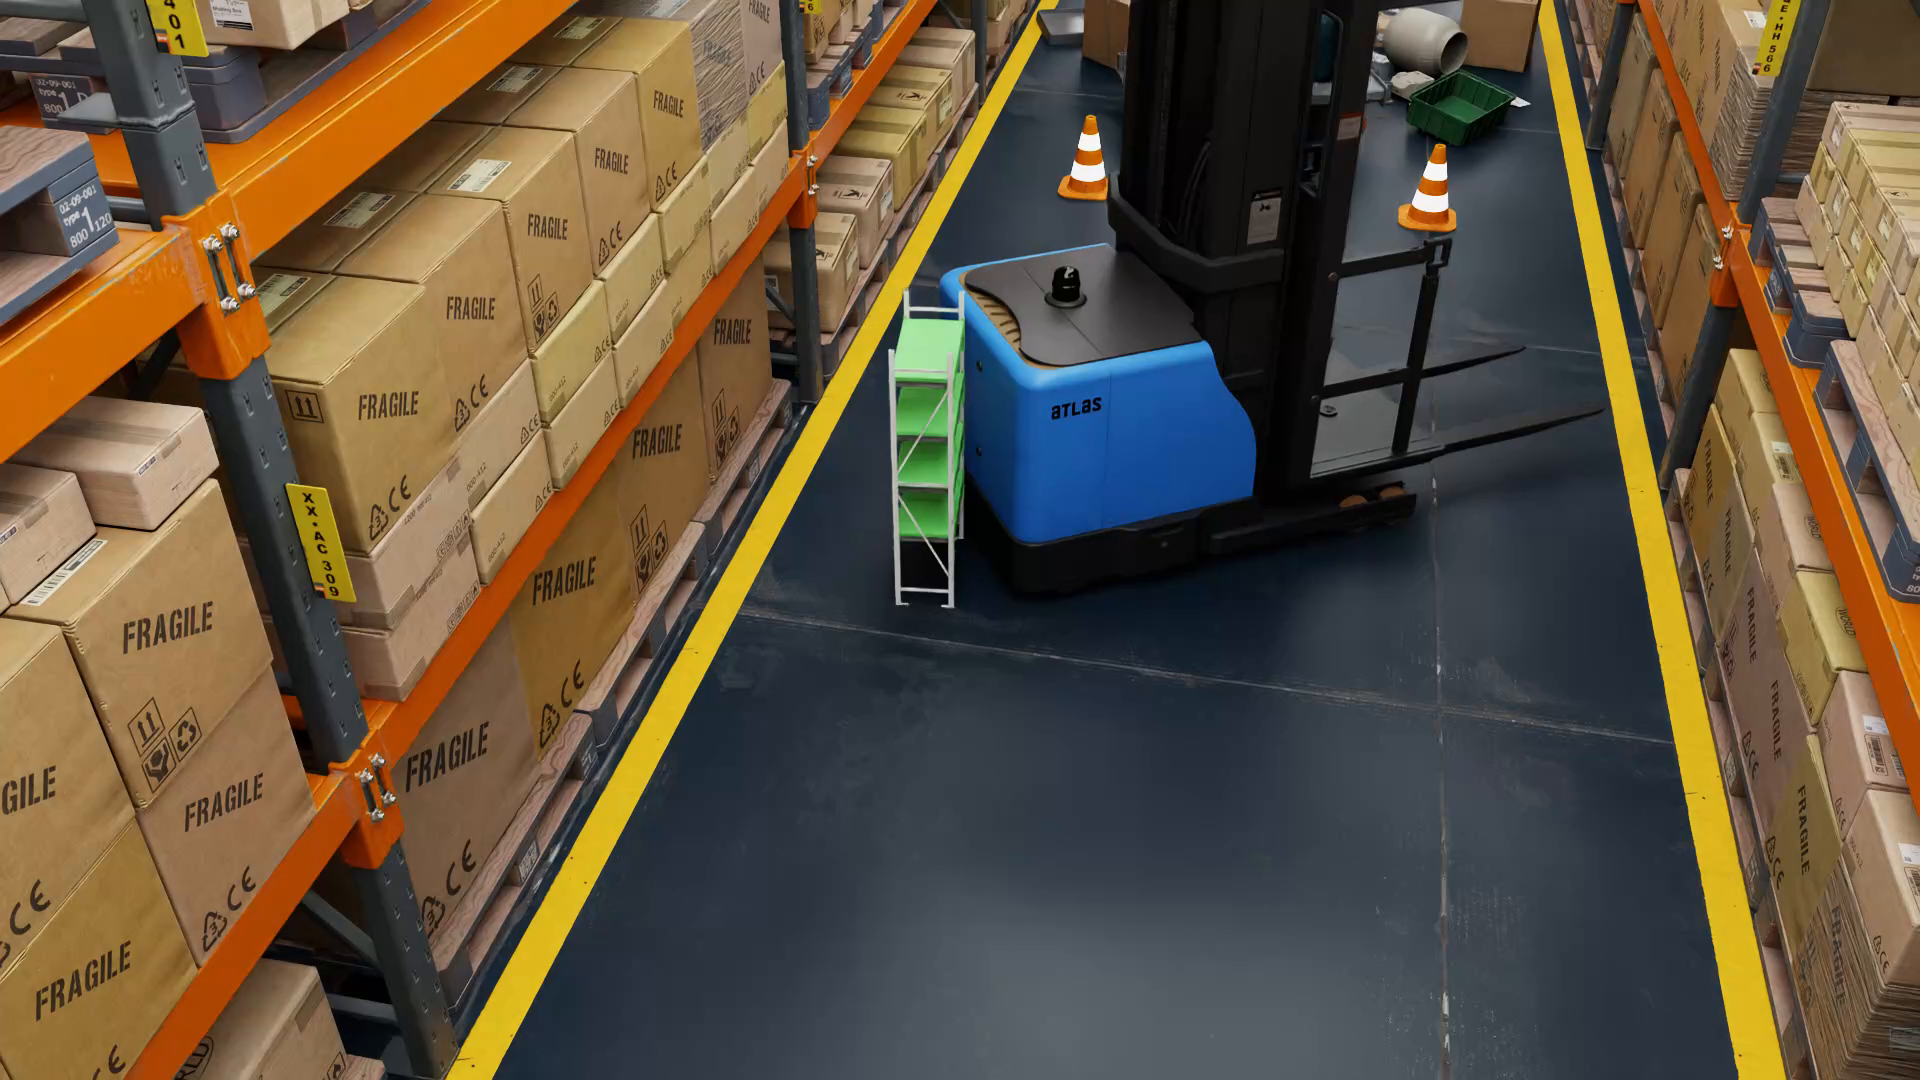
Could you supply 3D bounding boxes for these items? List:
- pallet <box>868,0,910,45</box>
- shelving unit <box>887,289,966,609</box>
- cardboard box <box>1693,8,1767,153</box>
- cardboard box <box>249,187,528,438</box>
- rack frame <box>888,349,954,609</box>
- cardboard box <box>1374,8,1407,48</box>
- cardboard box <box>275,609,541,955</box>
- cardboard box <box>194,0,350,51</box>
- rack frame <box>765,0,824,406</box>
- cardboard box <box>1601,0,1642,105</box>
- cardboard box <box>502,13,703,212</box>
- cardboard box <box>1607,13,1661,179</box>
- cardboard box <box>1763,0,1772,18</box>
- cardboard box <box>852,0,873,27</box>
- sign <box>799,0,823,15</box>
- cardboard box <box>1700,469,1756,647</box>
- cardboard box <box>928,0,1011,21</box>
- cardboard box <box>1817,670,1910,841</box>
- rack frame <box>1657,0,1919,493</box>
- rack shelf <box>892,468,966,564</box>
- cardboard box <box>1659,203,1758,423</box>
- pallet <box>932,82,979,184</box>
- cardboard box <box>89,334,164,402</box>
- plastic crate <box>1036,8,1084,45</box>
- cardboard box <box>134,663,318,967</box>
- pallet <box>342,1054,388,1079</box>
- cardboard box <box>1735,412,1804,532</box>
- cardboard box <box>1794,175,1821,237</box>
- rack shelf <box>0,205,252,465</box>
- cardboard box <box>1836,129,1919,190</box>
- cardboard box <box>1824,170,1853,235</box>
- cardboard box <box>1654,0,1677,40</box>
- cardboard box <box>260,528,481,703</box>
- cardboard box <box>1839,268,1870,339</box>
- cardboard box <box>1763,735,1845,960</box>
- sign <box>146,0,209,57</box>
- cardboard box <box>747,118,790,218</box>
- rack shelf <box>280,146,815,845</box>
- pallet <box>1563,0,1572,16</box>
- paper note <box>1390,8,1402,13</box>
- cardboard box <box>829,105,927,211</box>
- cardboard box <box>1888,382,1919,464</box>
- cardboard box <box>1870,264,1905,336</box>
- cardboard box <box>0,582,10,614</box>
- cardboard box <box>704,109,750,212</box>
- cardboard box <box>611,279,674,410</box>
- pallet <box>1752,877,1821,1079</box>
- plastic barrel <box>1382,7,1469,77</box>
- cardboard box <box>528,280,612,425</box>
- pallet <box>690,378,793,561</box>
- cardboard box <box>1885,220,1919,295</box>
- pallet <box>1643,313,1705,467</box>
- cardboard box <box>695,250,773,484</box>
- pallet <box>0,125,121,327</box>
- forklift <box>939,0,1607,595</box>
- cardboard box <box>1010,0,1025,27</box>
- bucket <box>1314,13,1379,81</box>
[{"bbox_3d":[-0.793,-3.032,9.040,1.003,0.211,1.213,7,37,10],"label":"pallet"},{"bbox_3d":[-0.124,-0.356,6.718,0.258,1.200,0.503,3,36,4],"label":"shelving unit"},{"bbox_3d":[3.623,-2.025,7.402,0.500,0.500,0.500,7,37,10],"label":"cardboard box"},{"bbox_3d":[-1.574,-0.633,4.630,0.500,0.500,0.500,7,37,10],"label":"cardboard box"},{"bbox_3d":[-0.146,-0.213,6.521,0.240,1.200,0.015,3,36,4],"label":"rack frame"},{"bbox_3d":[3.104,-3.809,12.279,0.396,0.266,0.258,14,38,18],"label":"cardboard box"},{"bbox_3d":[-1.976,0.649,5.251,0.875,0.875,0.875,8,37,11],"label":"cardboard box"},{"bbox_3d":[-1.581,-1.249,3.618,0.396,0.266,0.258,7,37,10],"label":"cardboard box"},{"bbox_3d":[-1.176,-1.969,7.411,1.000,3.000,0.127,7,37,10],"label":"rack frame"},{"bbox_3d":[4.739,-3.361,10.785,0.875,0.875,0.875,8,37,11],"label":"cardboard box"},{"bbox_3d":[-1.245,-1.506,5.835,0.500,0.500,0.500,7,37,10],"label":"cardboard box"},{"bbox_3d":[4.491,-2.592,9.829,1.050,0.750,0.750,7,37,10],"label":"cardboard box"},{"bbox_3d":[3.894,-2.398,7.066,0.700,0.500,0.500,7,36,9],"label":"cardboard box"},{"bbox_3d":[-0.649,-2.665,8.227,0.380,0.149,0.250,8,37,10],"label":"cardboard box"},{"bbox_3d":[-0.633,-2.370,6.978,0.100,0.325,0.005,7,37,10],"label":"sign"},{"bbox_3d":[3.177,0.098,6.331,0.500,0.500,0.500,8,37,11],"label":"cardboard box"},{"bbox_3d":[0.069,-3.927,11.459,0.500,0.500,0.500,9,37,12],"label":"cardboard box"},{"bbox_3d":[2.862,0.673,4.898,0.500,0.250,0.500,9,37,12],"label":"cardboard box"},{"bbox_3d":[3.682,-1.407,6.635,1.000,3.000,0.127,7,37,10],"label":"rack frame"},{"bbox_3d":[-0.124,-0.110,6.897,0.258,0.148,0.480,3,36,4],"label":"rack shelf"},{"bbox_3d":[3.900,-1.004,7.638,1.050,0.750,0.750,7,36,9],"label":"cardboard box"},{"bbox_3d":[-0.486,-2.687,10.777,1.003,0.211,1.213,7,37,10],"label":"pallet"},{"bbox_3d":[-2.180,-0.409,4.321,0.500,0.500,0.500,8,37,11],"label":"cardboard box"},{"bbox_3d":[0.815,-3.878,12.532,0.402,0.080,0.583,-5,36,-6],"label":"plastic crate"},{"bbox_3d":[-1.879,0.581,3.807,0.500,0.500,0.500,8,37,10],"label":"cardboard box"},{"bbox_3d":[-2.269,1.879,4.477,1.003,0.211,1.213,7,37,10],"label":"pallet"},{"bbox_3d":[3.190,-0.213,6.120,0.500,0.250,0.500,7,37,9],"label":"cardboard box"},{"bbox_3d":[3.389,-1.244,6.266,0.380,0.149,0.250,7,36,9],"label":"cardboard box"},{"bbox_3d":[-2.457,0.547,1.996,1.077,0.370,4.000,7,37,10],"label":"rack shelf"},{"bbox_3d":[3.339,-1.321,5.866,0.380,0.149,0.250,6,36,9],"label":"cardboard box"},{"bbox_3d":[3.326,-1.188,5.935,0.380,0.149,0.250,9,37,12],"label":"cardboard box"},{"bbox_3d":[3.944,-2.897,8.606,0.500,0.500,0.500,7,37,10],"label":"cardboard box"},{"bbox_3d":[-1.678,0.166,4.593,0.500,0.250,0.500,6,36,9],"label":"cardboard box"},{"bbox_3d":[3.218,-0.780,5.627,0.380,0.149,0.250,9,37,12],"label":"cardboard box"},{"bbox_3d":[2.849,0.979,5.116,0.500,0.500,0.500,6,36,9],"label":"cardboard box"},{"bbox_3d":[-1.488,-1.063,3.097,0.100,0.325,0.005,7,37,10],"label":"sign"},{"bbox_3d":[-1.030,-1.586,7.010,0.500,0.250,0.500,6,36,8],"label":"cardboard box"},{"bbox_3d":[-1.603,-0.531,6.040,1.077,0.370,4.000,7,37,10],"label":"rack shelf"},{"bbox_3d":[5.296,-4.396,13.135,1.003,0.211,1.213,7,37,10],"label":"pallet"},{"bbox_3d":[3.406,-4.128,12.921,0.144,0.017,0.142,20,41,26],"label":"paper note"},{"bbox_3d":[-0.728,-2.256,9.688,0.950,0.372,0.625,8,37,12],"label":"cardboard box"},{"bbox_3d":[3.051,-0.334,5.012,0.380,0.149,0.250,6,36,8],"label":"cardboard box"},{"bbox_3d":[3.165,-0.747,5.327,0.380,0.149,0.250,7,37,10],"label":"cardboard box"},{"bbox_3d":[-2.010,0.112,3.050,0.380,0.149,0.250,7,37,10],"label":"cardboard box"},{"bbox_3d":[-1.137,-1.507,6.475,0.500,0.250,0.500,6,36,9],"label":"cardboard box"},{"bbox_3d":[-1.328,-0.709,5.799,0.500,0.250,0.500,7,36,9],"label":"cardboard box"},{"bbox_3d":[2.992,1.569,4.905,1.003,0.211,1.213,7,37,10],"label":"pallet"},{"bbox_3d":[3.280,-3.499,11.718,0.421,0.421,0.512,-24,42,-30],"label":"plastic barrel"},{"bbox_3d":[-1.443,-0.623,5.255,0.500,0.250,0.500,8,37,11],"label":"cardboard box"},{"bbox_3d":[-1.418,-0.398,7.619,1.003,0.211,1.213,7,37,10],"label":"pallet"},{"bbox_3d":[3.169,-0.874,5.249,0.380,0.149,0.250,9,37,12],"label":"cardboard box"},{"bbox_3d":[3.924,-0.720,8.064,1.003,0.211,1.213,7,37,10],"label":"pallet"},{"bbox_3d":[-1.404,-0.893,7.379,0.875,0.875,0.875,7,37,10],"label":"cardboard box"},{"bbox_3d":[-2.215,-0.387,2.747,1.003,0.211,1.213,7,37,10],"label":"pallet"},{"bbox_3d":[1.471,-1.494,6.813,3.031,2.935,1.130,-12,38,-17],"label":"forklift"},{"bbox_3d":[0.172,-3.931,12.103,0.500,0.250,0.500,9,37,13],"label":"cardboard box"},{"bbox_3d":[2.313,-3.357,10.820,0.726,0.611,0.620,20,51,26],"label":"bucket"}]
